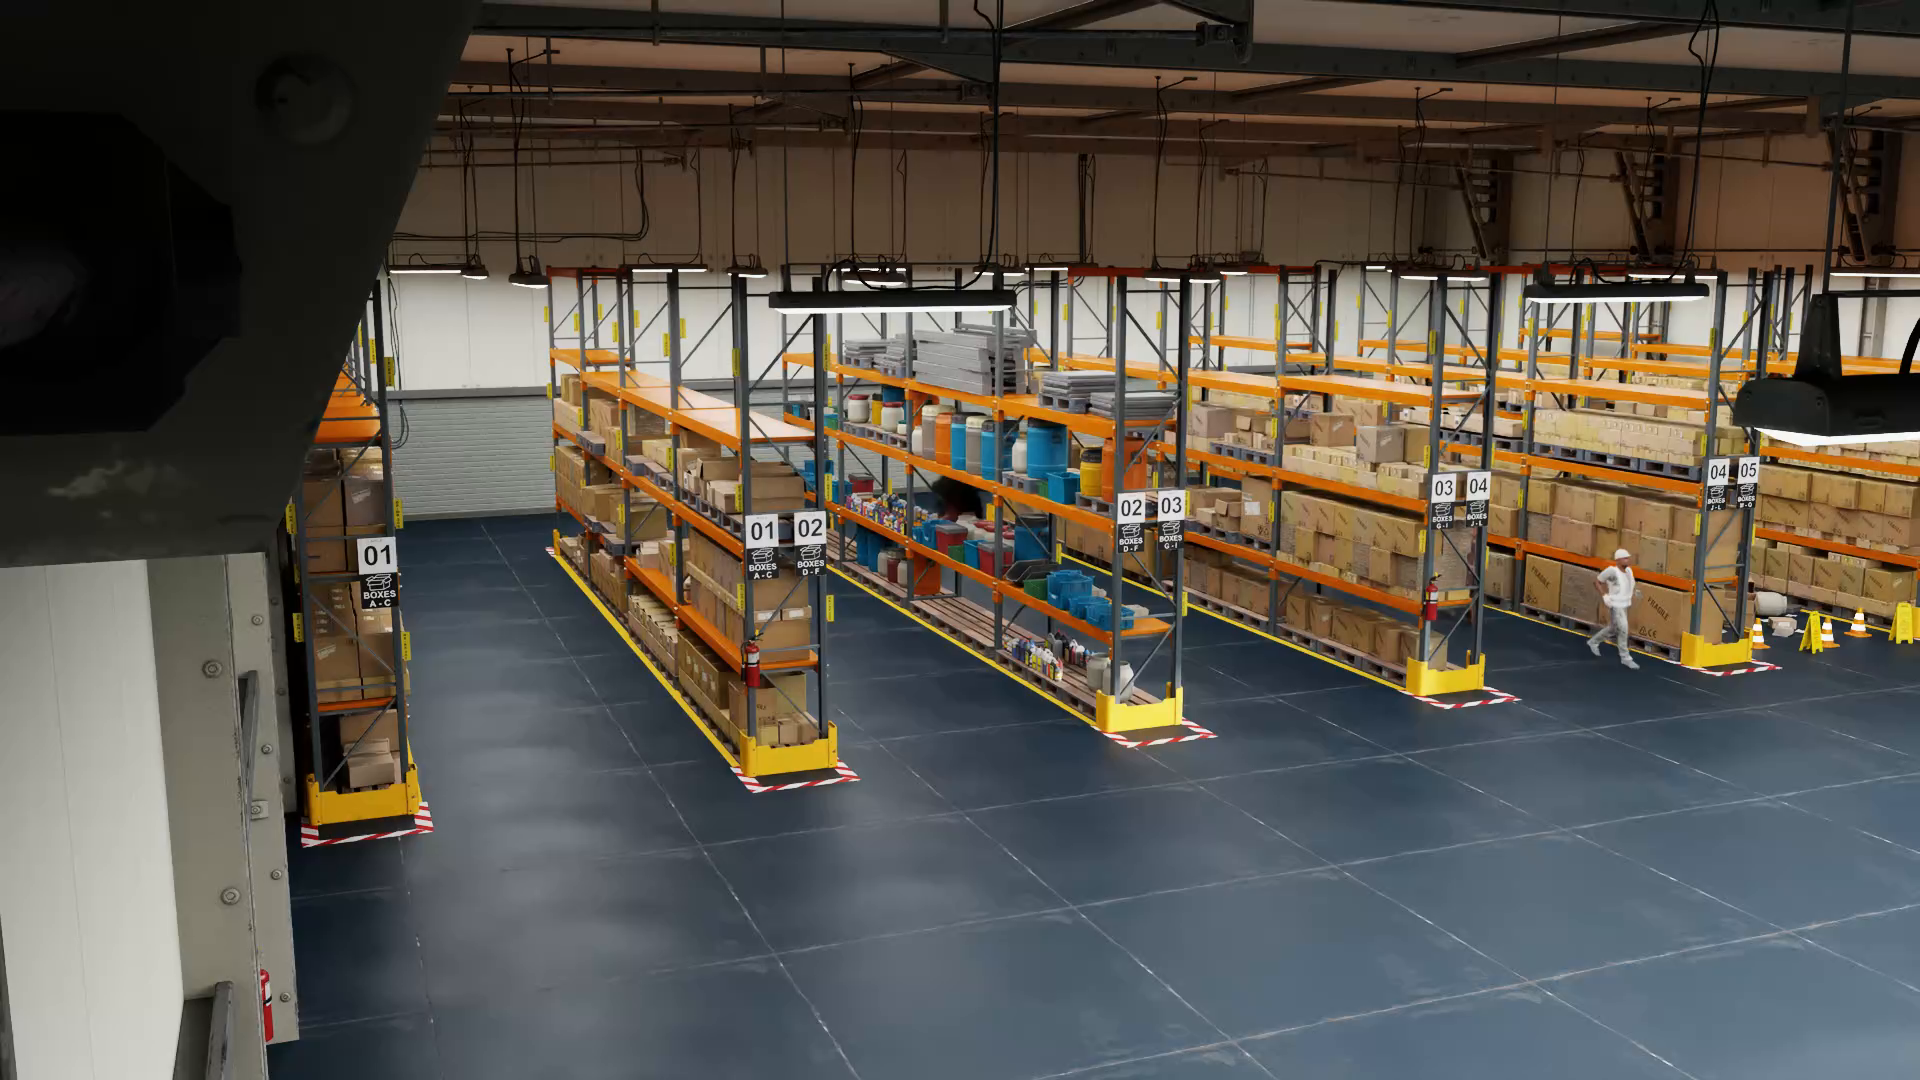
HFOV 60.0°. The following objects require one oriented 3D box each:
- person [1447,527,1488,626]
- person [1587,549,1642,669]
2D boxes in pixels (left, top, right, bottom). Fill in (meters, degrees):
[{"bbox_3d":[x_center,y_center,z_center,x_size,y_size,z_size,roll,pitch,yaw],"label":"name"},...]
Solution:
[{"bbox_3d":[8.695,0.550,28.473,0.738,1.765,0.770,-5,11,-27],"label":"person"},{"bbox_3d":[10.112,1.019,25.602,0.686,1.793,0.956,-8,13,-39],"label":"person"}]
